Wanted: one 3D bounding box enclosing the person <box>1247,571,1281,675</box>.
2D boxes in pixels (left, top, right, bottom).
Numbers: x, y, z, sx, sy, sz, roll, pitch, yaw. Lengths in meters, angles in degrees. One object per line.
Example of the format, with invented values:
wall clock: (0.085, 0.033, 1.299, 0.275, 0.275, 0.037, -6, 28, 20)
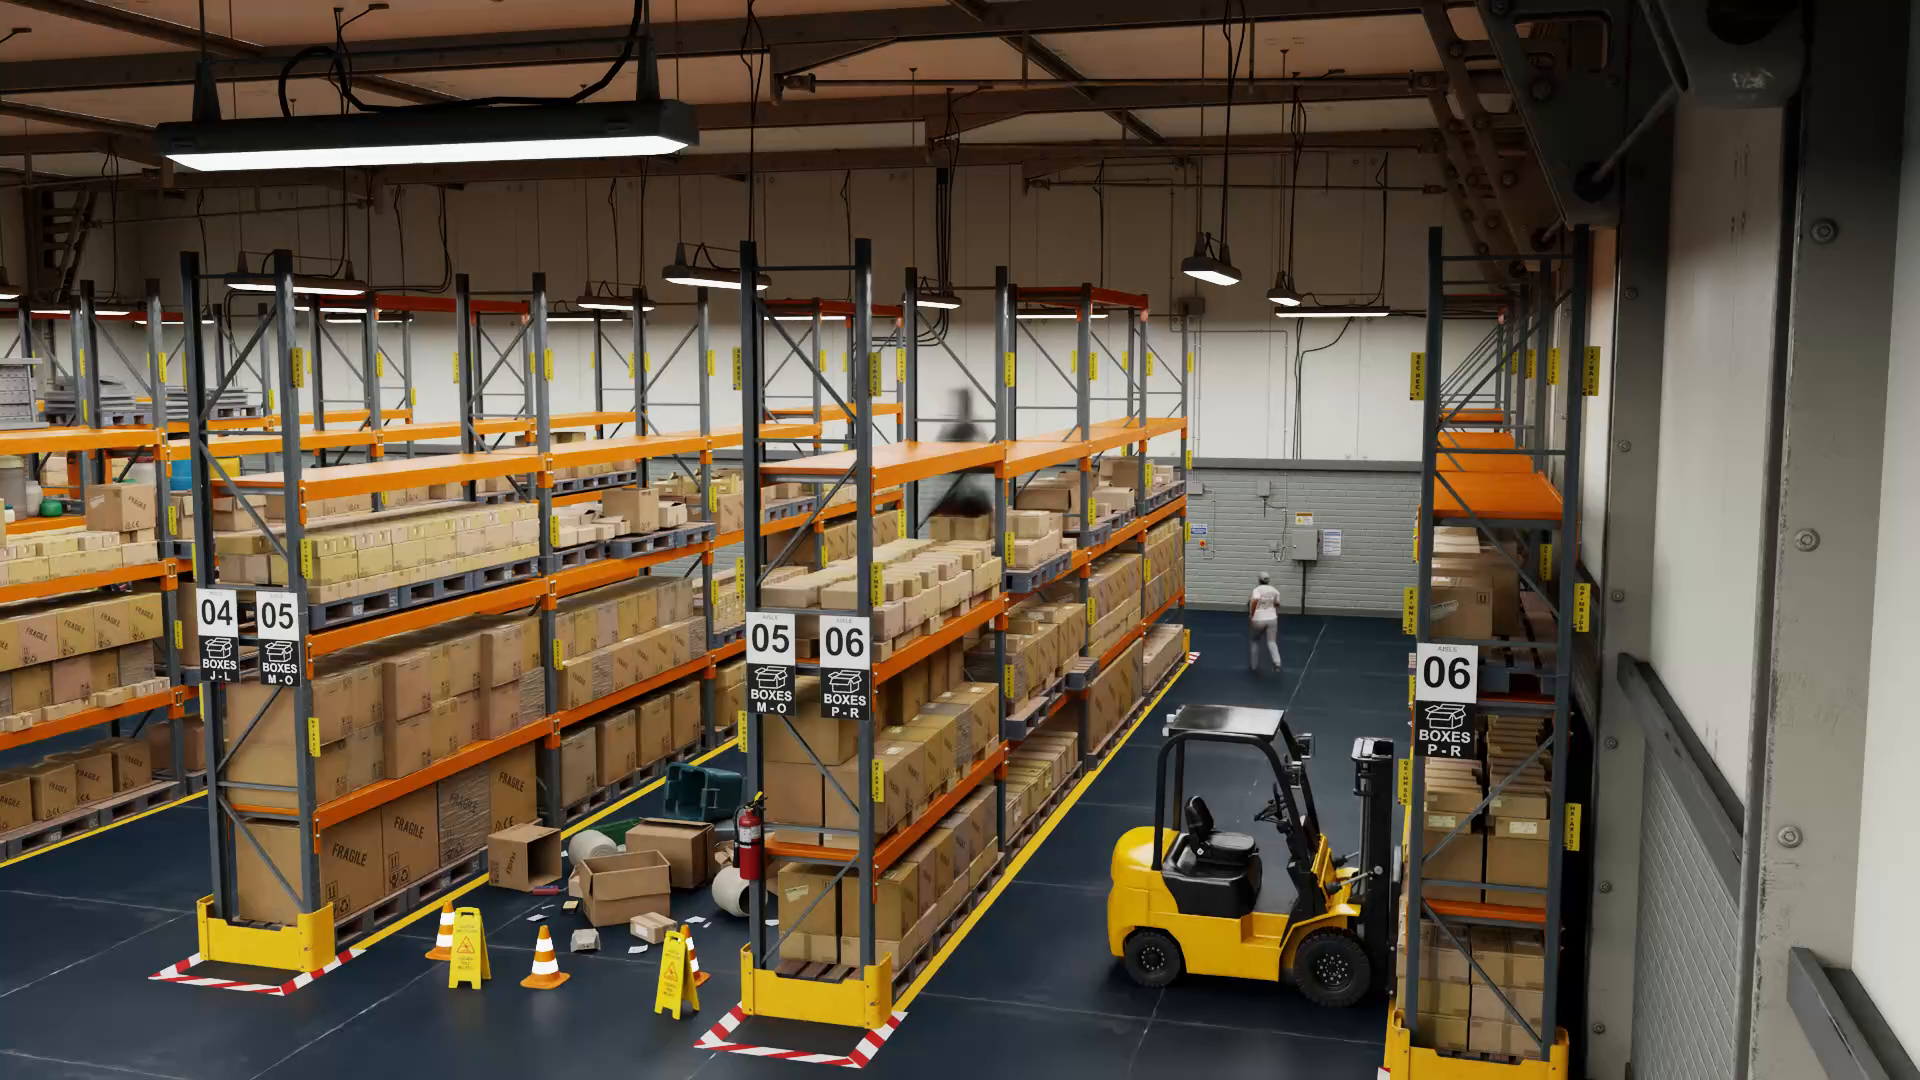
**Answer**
person: (4.882, 1.335, 26.670, 0.598, 1.669, 0.933, -1, 7, -12)
